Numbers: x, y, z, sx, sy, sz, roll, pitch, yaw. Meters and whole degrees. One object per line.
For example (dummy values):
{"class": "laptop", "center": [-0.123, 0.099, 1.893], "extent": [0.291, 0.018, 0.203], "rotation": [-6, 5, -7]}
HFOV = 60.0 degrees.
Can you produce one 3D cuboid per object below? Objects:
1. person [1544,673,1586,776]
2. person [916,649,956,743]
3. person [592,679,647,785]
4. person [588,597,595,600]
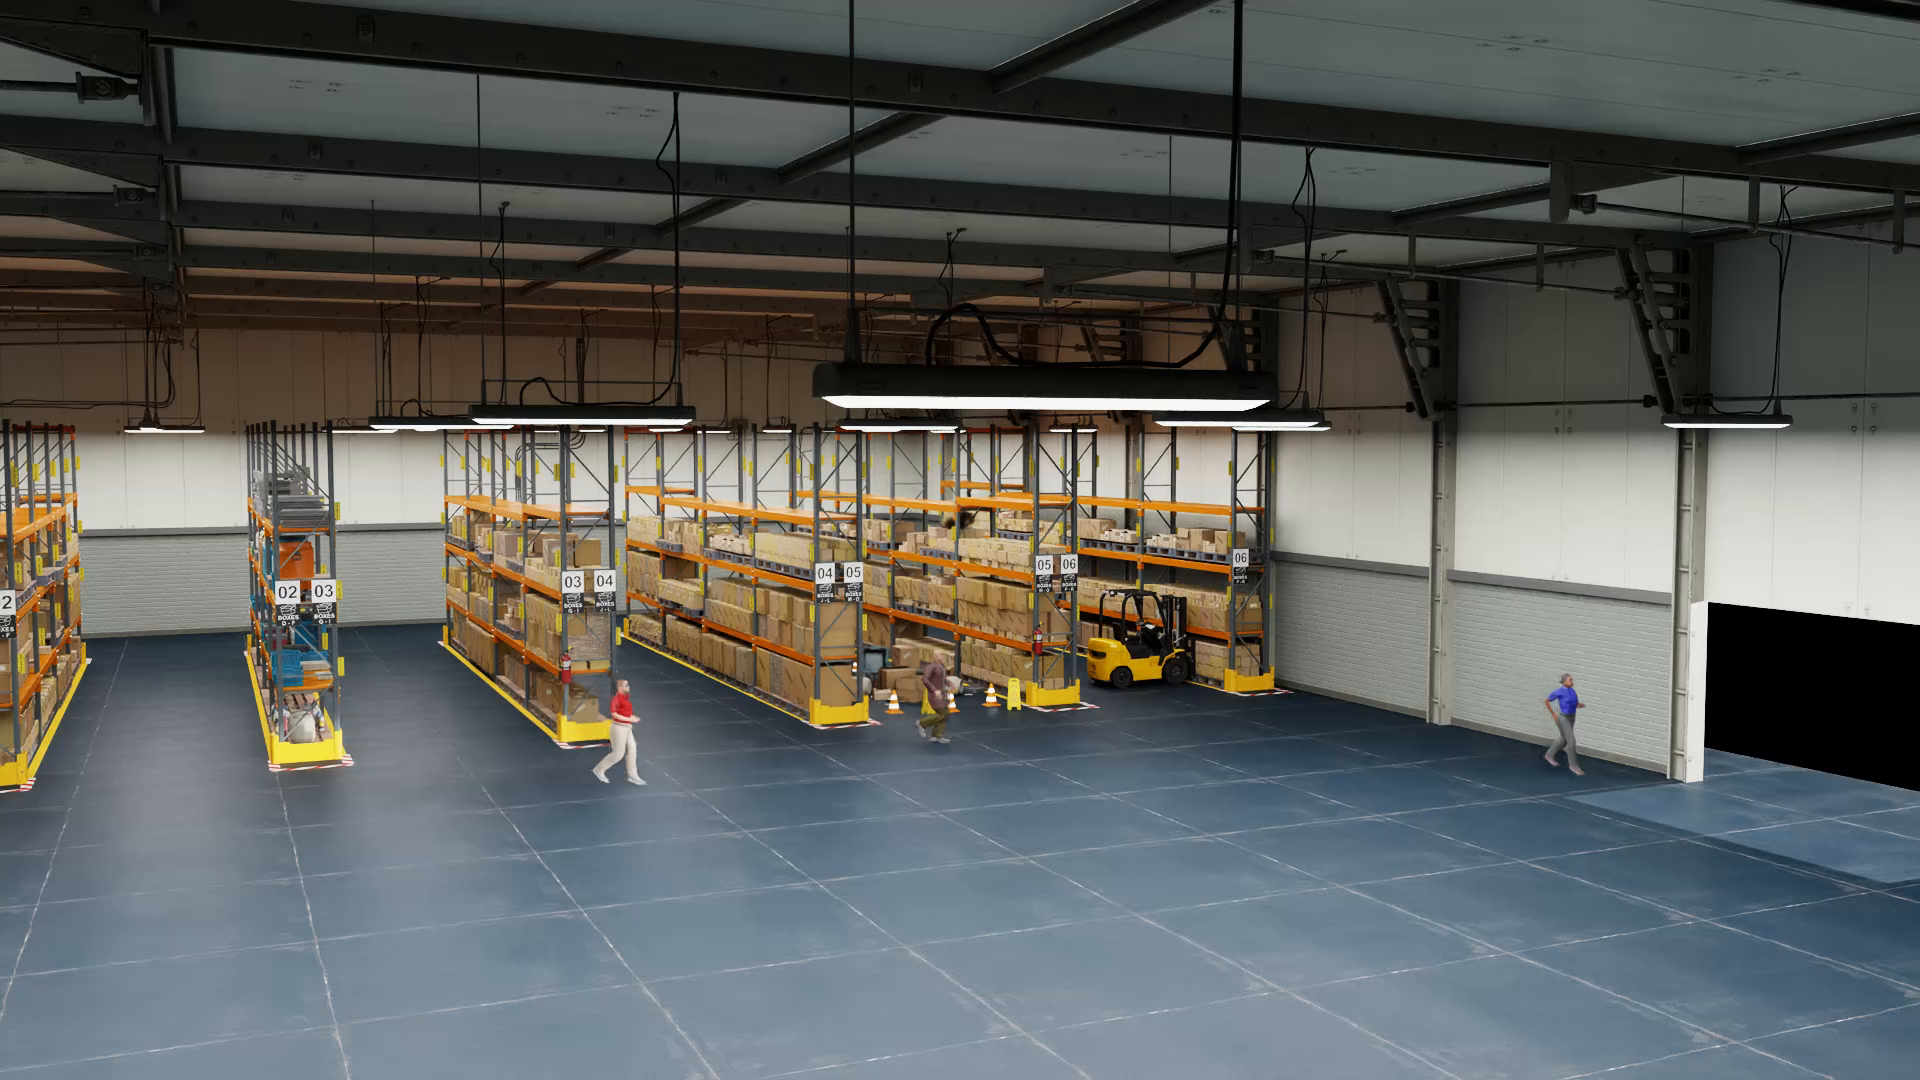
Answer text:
{"class": "person", "center": [10.302, 3.111, 28.303], "extent": [0.559, 1.687, 0.869], "rotation": [-3, 4, -37]}
{"class": "person", "center": [-0.440, 2.913, 31.124], "extent": [0.685, 1.750, 0.704], "rotation": [1, 4, 22]}
{"class": "person", "center": [-5.589, 3.157, 27.300], "extent": [0.867, 1.755, 0.686], "rotation": [0, 4, 5]}
{"class": "person", "center": [-10.389, 2.015, 46.339], "extent": [0.544, 1.610, 0.781], "rotation": [0, 4, -7]}
